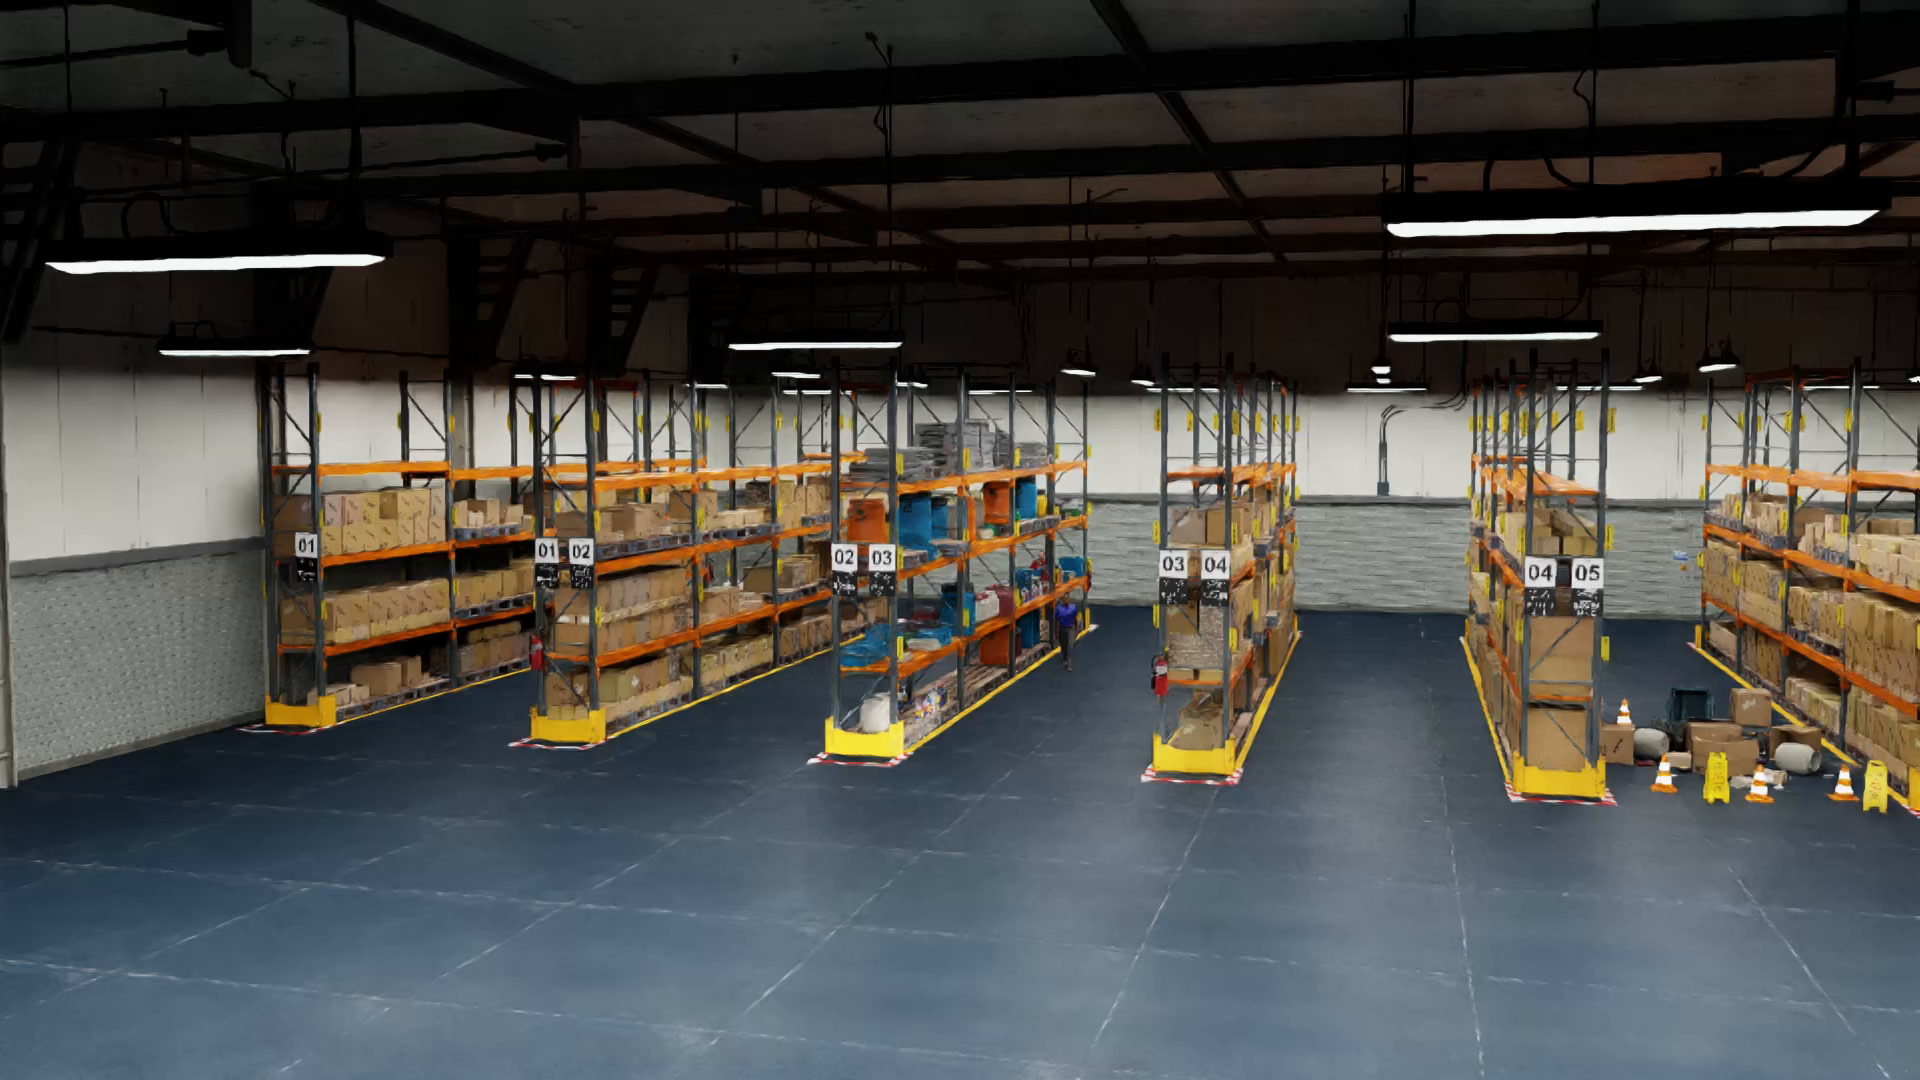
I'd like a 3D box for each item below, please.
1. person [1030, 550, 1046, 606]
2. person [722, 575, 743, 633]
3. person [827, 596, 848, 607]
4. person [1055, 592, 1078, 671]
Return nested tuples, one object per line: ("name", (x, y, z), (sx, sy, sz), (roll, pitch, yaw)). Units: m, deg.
("person", (2.162, 1.100, 43.659), (0.682, 1.676, 0.535), (1, 4, 13))
("person", (-5.071, 1.519, 37.198), (0.598, 1.698, 1.194), (1, 4, 17))
("person", (-3.223, 1.032, 44.706), (0.671, 1.656, 0.536), (-2, 4, -26))
("person", (2.143, 1.827, 33.699), (0.450, 1.572, 1.089), (1, 4, 12))
